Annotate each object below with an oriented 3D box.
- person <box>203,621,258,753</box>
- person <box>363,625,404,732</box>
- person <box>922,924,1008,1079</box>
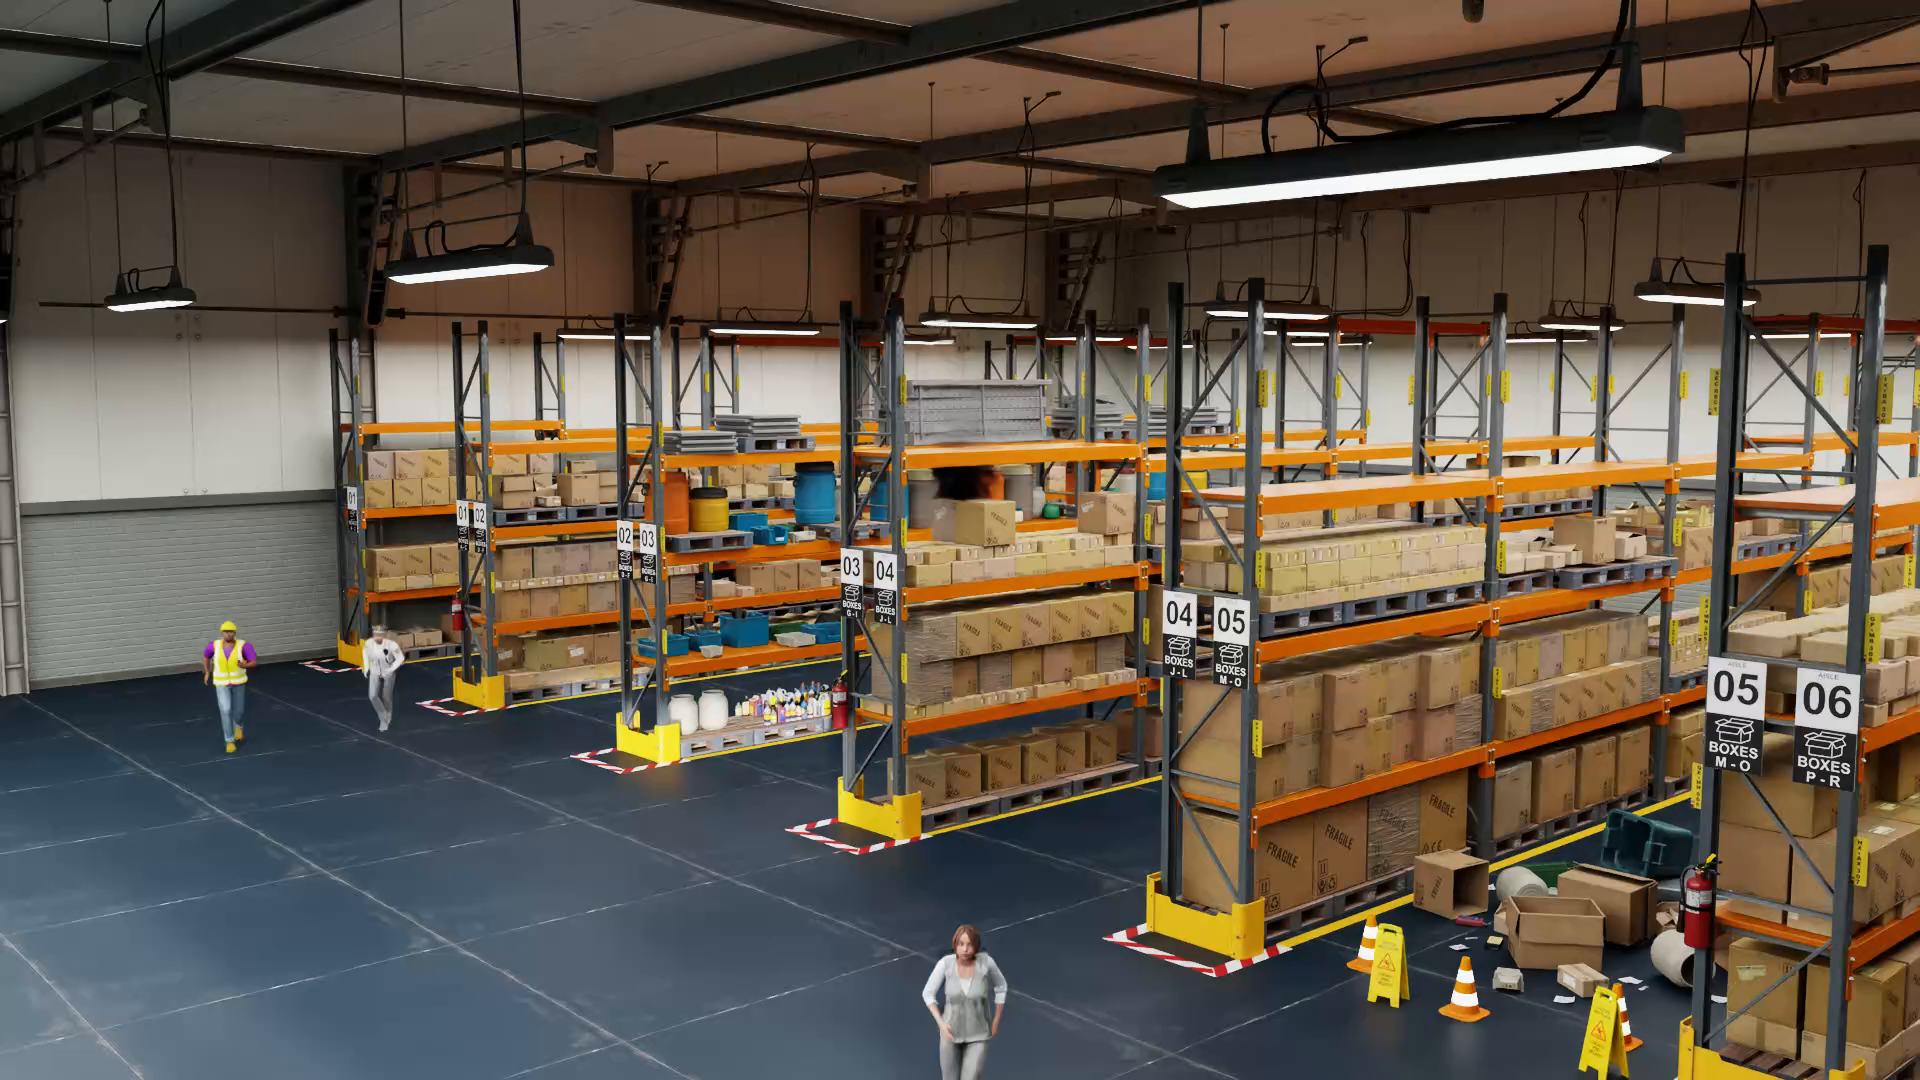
[{"bbox_3d":[-10.063,1.985,22.965,0.696,1.759,0.988,-2,6,-23],"label":"person"},{"bbox_3d":[-8.492,1.999,24.500,0.560,1.605,0.909,-1,6,-6],"label":"person"},{"bbox_3d":[0.033,3.301,11.087,0.566,1.587,0.817,0,6,2],"label":"person"}]
